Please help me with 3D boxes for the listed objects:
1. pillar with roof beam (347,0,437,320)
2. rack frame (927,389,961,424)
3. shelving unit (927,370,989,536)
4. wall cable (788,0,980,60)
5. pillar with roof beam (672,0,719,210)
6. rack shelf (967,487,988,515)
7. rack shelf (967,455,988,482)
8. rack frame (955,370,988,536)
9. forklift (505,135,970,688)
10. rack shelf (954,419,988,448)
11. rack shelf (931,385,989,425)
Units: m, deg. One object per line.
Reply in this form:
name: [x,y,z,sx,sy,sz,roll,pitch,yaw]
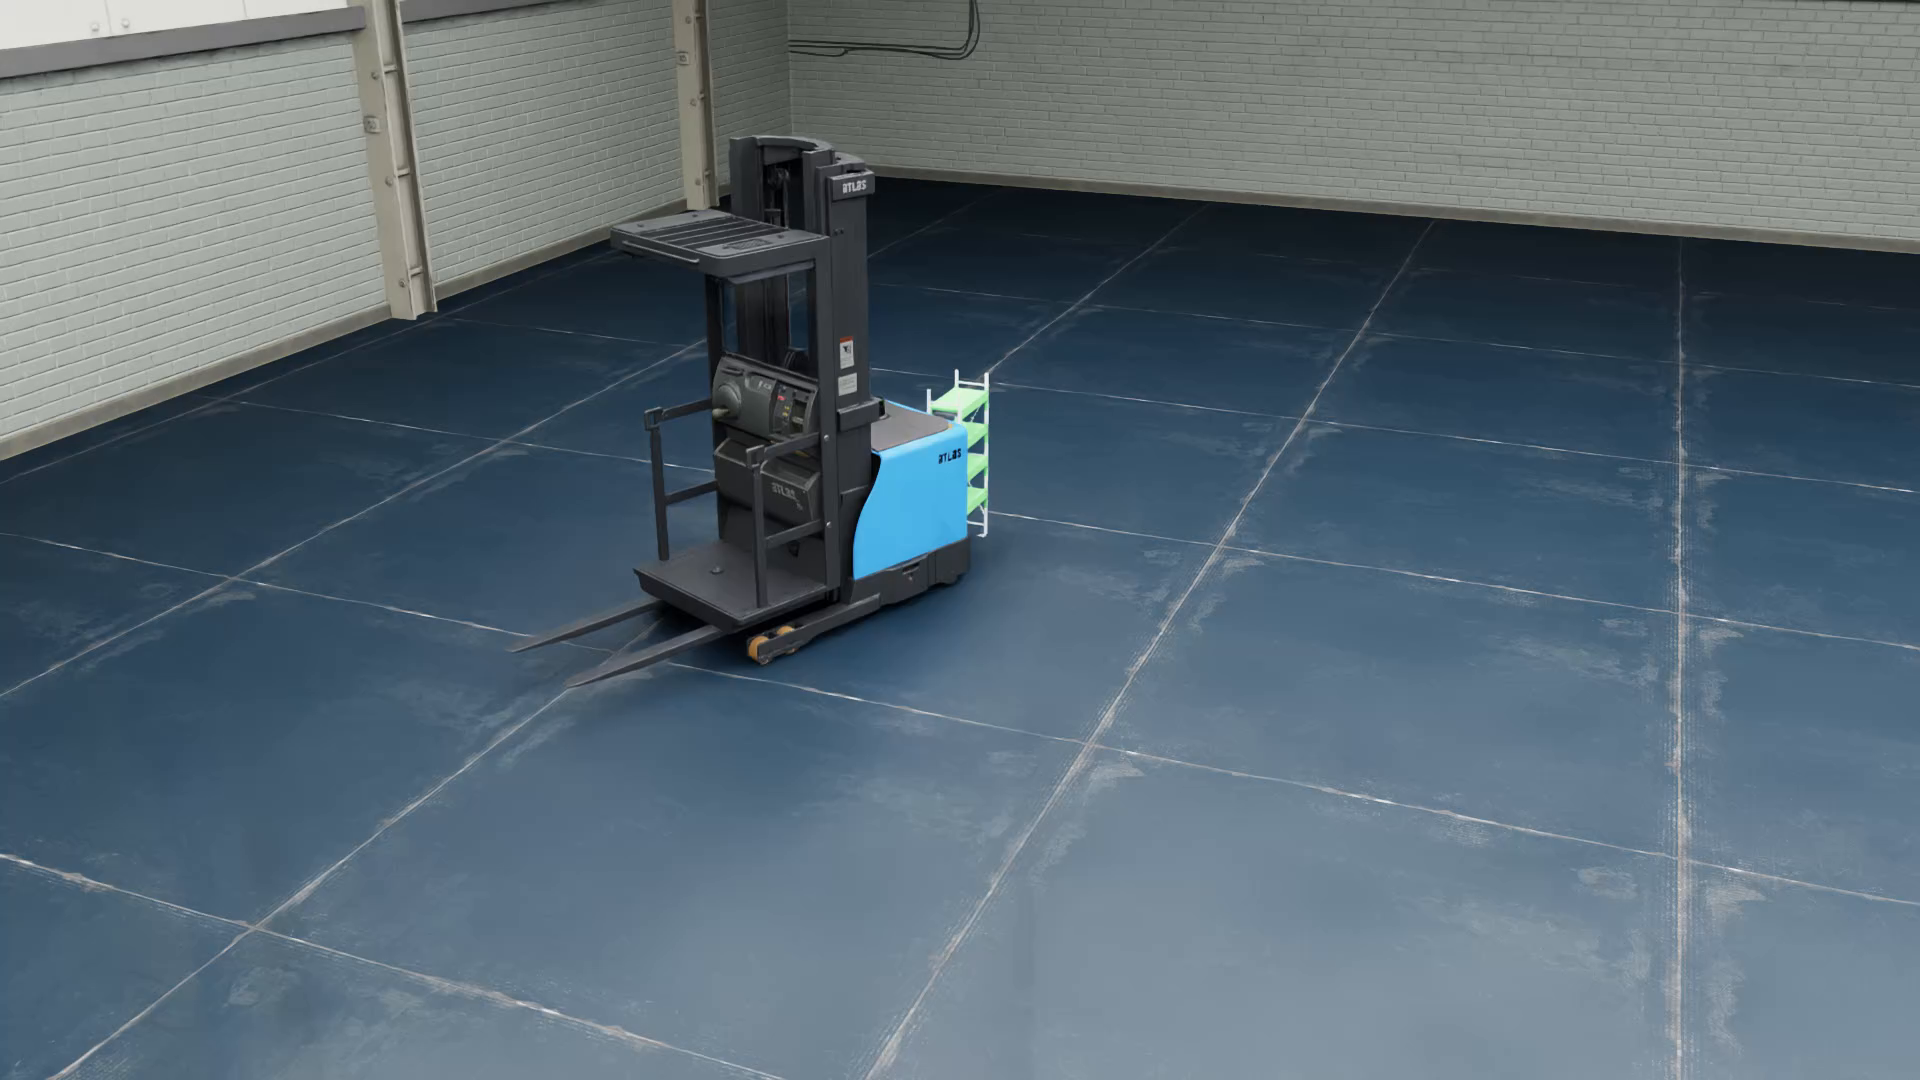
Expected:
pillar with roof beam: [-1.724,-5.902,14.204,9.100,9.000,0.400,9,24,20]
rack frame: [-0.105,-0.425,11.211,0.240,1.200,0.015,9,24,20]
shelving unit: [-0.013,-0.512,11.419,0.258,1.200,0.503,9,24,20]
wall cable: [-1.171,-8.097,23.489,3.097,2.526,0.112,9,24,20]
pillar with roof beam: [0.504,-8.049,19.344,9.100,9.000,0.400,9,24,20]
rack shelf: [-0.013,-0.232,11.537,0.258,0.148,0.480,9,24,20]
rack shelf: [-0.013,-0.453,11.444,0.258,0.148,0.480,9,24,20]
rack frame: [0.080,-0.599,11.628,0.240,1.200,0.015,9,24,20]
forklift: [-1.335,-0.833,9.941,3.031,2.935,1.130,-21,31,-41]
rack shelf: [-0.013,-0.675,11.352,0.258,0.148,0.480,9,24,20]
rack shelf: [-0.013,-0.896,11.259,0.258,0.148,0.480,9,24,20]
